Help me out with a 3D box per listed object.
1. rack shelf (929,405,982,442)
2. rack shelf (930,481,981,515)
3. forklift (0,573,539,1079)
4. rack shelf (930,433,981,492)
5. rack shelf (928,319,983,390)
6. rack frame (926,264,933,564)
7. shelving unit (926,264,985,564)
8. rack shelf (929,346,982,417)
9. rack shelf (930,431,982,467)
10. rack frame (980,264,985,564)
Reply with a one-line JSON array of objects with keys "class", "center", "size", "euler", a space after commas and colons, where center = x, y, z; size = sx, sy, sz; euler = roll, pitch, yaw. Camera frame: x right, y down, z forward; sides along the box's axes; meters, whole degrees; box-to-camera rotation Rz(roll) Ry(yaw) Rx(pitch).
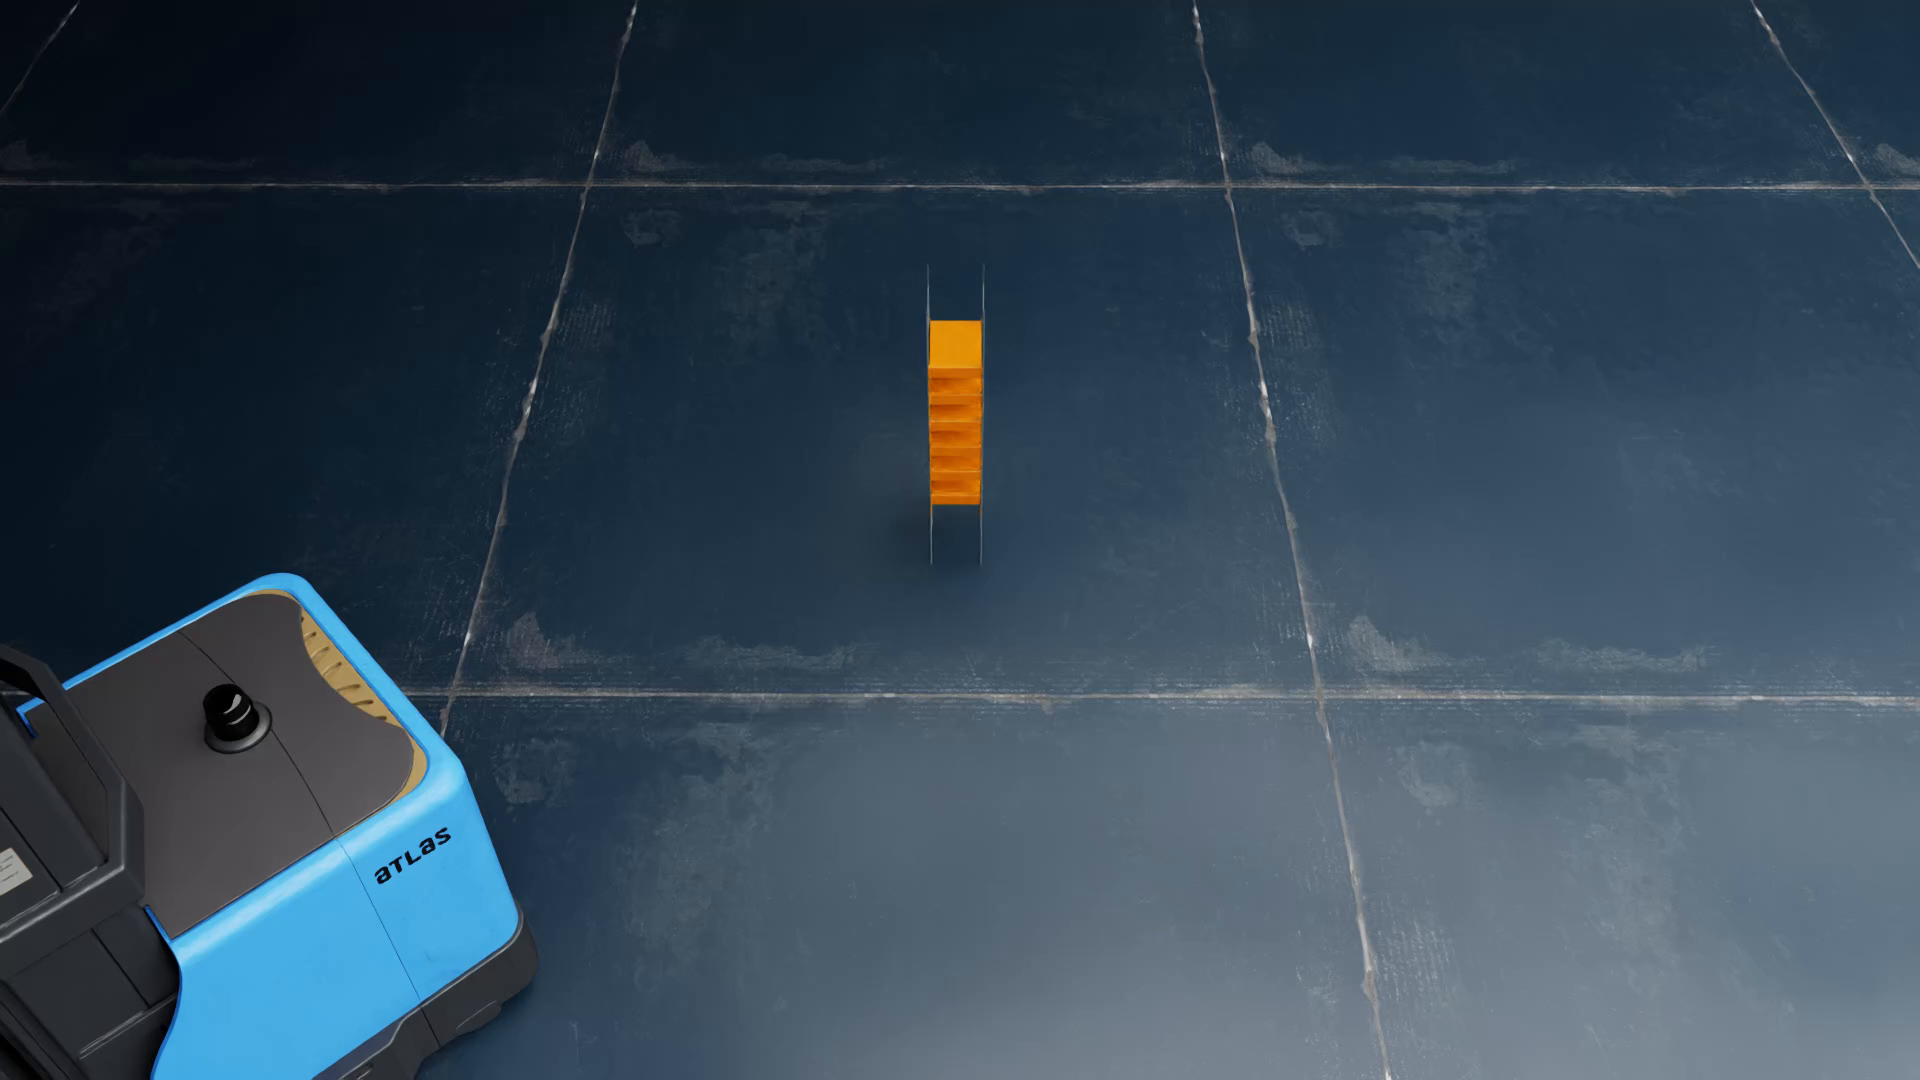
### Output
[{"class": "rack shelf", "center": [-0.014, -0.460, 5.756], "size": [0.180, 0.103, 0.258], "euler": [0, 47, 0]}, {"class": "rack shelf", "center": [-0.014, -0.215, 6.019], "size": [0.180, 0.103, 0.258], "euler": [0, 47, 0]}, {"class": "forklift", "center": [-2.690, 0.786, 3.516], "size": [3.031, 2.935, 1.130], "euler": [-34, 55, -27]}, {"class": "rack shelf", "center": [-0.014, -0.297, 5.931], "size": [0.180, 0.103, 0.258], "euler": [0, 47, 0]}, {"class": "rack shelf", "center": [-0.014, -0.624, 5.580], "size": [0.180, 0.103, 0.258], "euler": [0, 47, 0]}, {"class": "rack frame", "center": [-0.106, -0.409, 5.811], "size": [0.006, 1.200, 0.240], "euler": [0, 47, 0]}, {"class": "shelving unit", "center": [-0.014, -0.409, 5.811], "size": [0.189, 1.200, 0.258], "euler": [0, 47, 0]}, {"class": "rack shelf", "center": [-0.014, -0.542, 5.668], "size": [0.180, 0.103, 0.258], "euler": [0, 47, 0]}, {"class": "rack shelf", "center": [-0.014, -0.379, 5.843], "size": [0.180, 0.103, 0.258], "euler": [0, 47, 0]}, {"class": "rack frame", "center": [0.077, -0.409, 5.811], "size": [0.006, 1.200, 0.240], "euler": [0, 47, 0]}]
